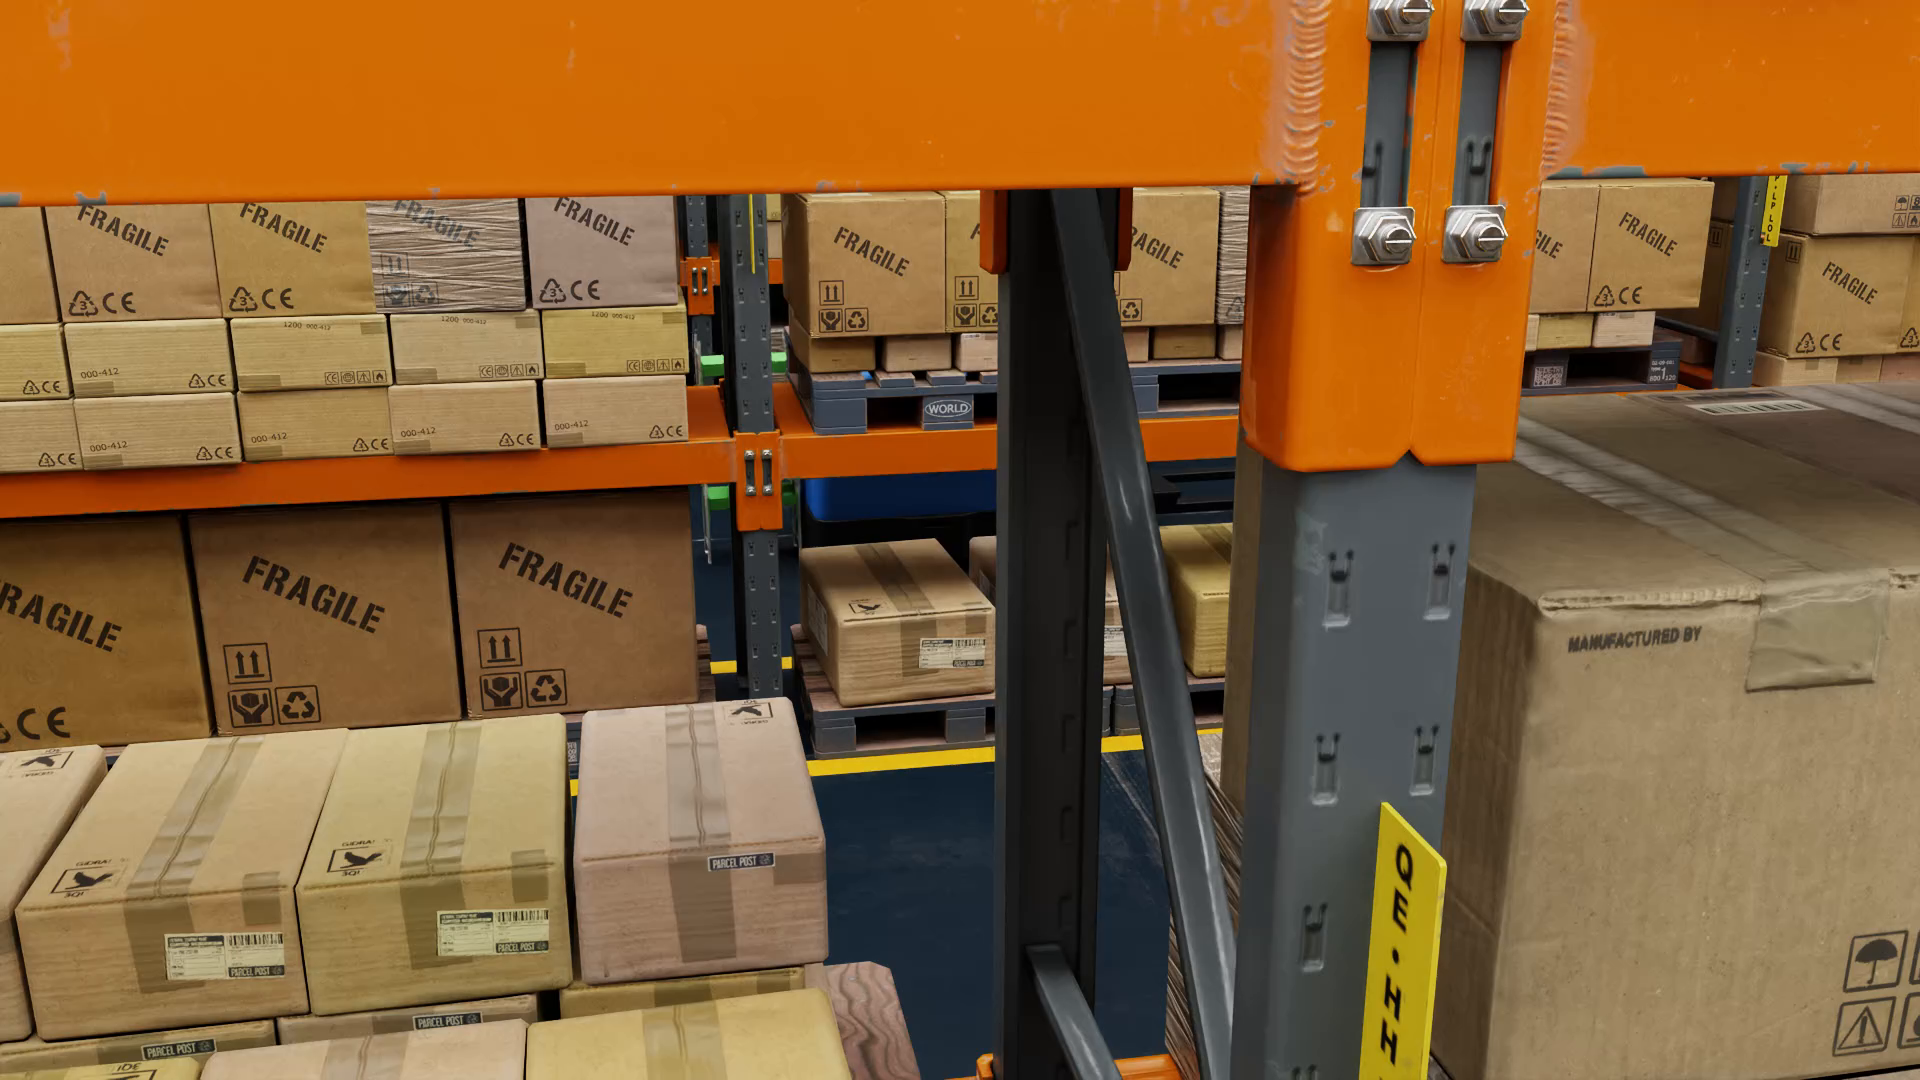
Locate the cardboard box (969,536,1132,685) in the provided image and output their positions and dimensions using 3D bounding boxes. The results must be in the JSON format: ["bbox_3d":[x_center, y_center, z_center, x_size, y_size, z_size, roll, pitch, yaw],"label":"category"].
[{"bbox_3d":[0.443,0.279,7.056,0.625,0.372,0.950,-4,17,-12],"label":"cardboard box"}]

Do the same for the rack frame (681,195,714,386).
[{"bbox_3d":[-1.782,-2.136,11.156,0.127,3.000,1.000,-3,17,-10],"label":"rack frame"}]

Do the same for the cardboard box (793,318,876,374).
[{"bbox_3d":[-0.483,-0.750,6.357,0.250,0.149,0.380,-4,18,-14],"label":"cardboard box"}]

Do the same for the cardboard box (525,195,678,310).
[{"bbox_3d":[-1.295,-1.126,5.997,0.500,0.500,0.500,-4,17,-12],"label":"cardboard box"}]

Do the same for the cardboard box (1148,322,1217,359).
[{"bbox_3d":[0.844,-0.830,6.619,0.250,0.149,0.380,-3,17,-8],"label":"cardboard box"}]

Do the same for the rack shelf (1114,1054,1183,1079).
[{"bbox_3d":[2.165,0.949,2.338,4.000,0.370,1.077,-3,17,-10],"label":"rack shelf"}]

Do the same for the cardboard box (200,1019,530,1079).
[{"bbox_3d":[-0.440,0.524,1.195,0.250,0.149,0.380,-3,17,-11],"label":"cardboard box"}]

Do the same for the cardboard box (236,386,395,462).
[{"bbox_3d":[-2.280,-0.474,6.001,0.500,0.250,0.500,-3,17,-11],"label":"cardboard box"}]

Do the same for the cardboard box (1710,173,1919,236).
[{"bbox_3d":[3.563,-1.558,6.894,0.500,0.500,0.700,-3,17,-11],"label":"cardboard box"}]

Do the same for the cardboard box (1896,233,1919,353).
[{"bbox_3d":[4.064,-1.096,7.096,0.500,0.500,0.500,-3,17,-11],"label":"cardboard box"}]

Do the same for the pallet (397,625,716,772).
[{"bbox_3d":[-1.625,0.650,6.835,1.213,0.211,1.003,-3,17,-10],"label":"pallet"}]

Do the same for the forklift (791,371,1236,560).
[{"bbox_3d":[0.608,-1.443,9.019,3.031,2.935,1.130,-4,18,-13],"label":"forklift"}]

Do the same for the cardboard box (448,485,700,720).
[{"bbox_3d":[-1.531,0.125,6.701,0.875,0.875,0.875,-3,17,-11],"label":"cardboard box"}]

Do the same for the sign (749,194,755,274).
[{"bbox_3d":[-0.728,-1.098,5.807,0.005,0.325,0.100,-3,17,-10],"label":"sign"}]

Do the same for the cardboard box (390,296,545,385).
[{"bbox_3d":[-1.767,-0.742,6.024,0.500,0.250,0.500,-4,17,-12],"label":"cardboard box"}]

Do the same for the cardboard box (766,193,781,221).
[{"bbox_3d":[-1.296,-2.250,10.932,0.500,0.250,0.500,-3,17,-11],"label":"cardboard box"}]

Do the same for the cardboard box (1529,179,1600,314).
[{"bbox_3d":[2.194,-1.198,6.713,0.500,0.500,0.500,-3,17,-10],"label":"cardboard box"}]

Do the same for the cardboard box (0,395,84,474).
[{"bbox_3d":[-3.268,-0.412,5.800,0.500,0.250,0.500,-3,17,-11],"label":"cardboard box"}]

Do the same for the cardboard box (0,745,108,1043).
[{"bbox_3d":[-1.054,0.364,1.717,0.250,0.149,0.380,-4,18,-13],"label":"cardboard box"}]

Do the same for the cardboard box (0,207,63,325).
[{"bbox_3d":[-3.291,-1.013,5.628,0.500,0.500,0.500,-4,17,-12],"label":"cardboard box"}]

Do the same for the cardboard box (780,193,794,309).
[{"bbox_3d":[-0.443,-1.201,6.721,0.500,0.500,0.500,-4,17,-12],"label":"cardboard box"}]

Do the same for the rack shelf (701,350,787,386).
[{"bbox_3d":[-1.130,-0.894,8.757,0.480,0.148,0.258,-4,18,-13],"label":"rack shelf"}]

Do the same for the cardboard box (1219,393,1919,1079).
[{"bbox_3d":[0.644,0.169,1.781,0.500,0.500,0.700,-3,17,-11],"label":"cardboard box"}]

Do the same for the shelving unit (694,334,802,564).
[{"bbox_3d":[-1.128,-0.496,8.880,0.503,1.200,0.258,-4,18,-13],"label":"shelving unit"}]

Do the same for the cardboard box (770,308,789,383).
[{"bbox_3d":[-1.167,-1.232,11.543,0.625,0.625,0.875,-3,17,-9],"label":"cardboard box"}]

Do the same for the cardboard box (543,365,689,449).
[{"bbox_3d":[-1.284,-0.530,6.184,0.500,0.250,0.500,-4,17,-12],"label":"cardboard box"}]

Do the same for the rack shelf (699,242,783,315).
[{"bbox_3d":[0.181,-1.903,11.624,4.000,0.370,1.077,-3,17,-10],"label":"rack shelf"}]

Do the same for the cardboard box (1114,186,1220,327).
[{"bbox_3d":[0.679,-1.116,6.446,0.500,0.500,0.500,-3,17,-10],"label":"cardboard box"}]

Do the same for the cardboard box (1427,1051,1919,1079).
[{"bbox_3d":[0.693,0.722,1.683,0.500,0.500,0.500,-3,17,-10],"label":"cardboard box"}]

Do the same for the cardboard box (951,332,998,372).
[{"bbox_3d":[0.079,-0.758,6.383,0.250,0.149,0.380,-4,18,-14],"label":"cardboard box"}]

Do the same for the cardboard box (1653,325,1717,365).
[{"bbox_3d":[3.348,-0.913,7.604,0.250,0.149,0.380,-3,17,-11],"label":"cardboard box"}]

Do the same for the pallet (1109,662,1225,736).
[{"bbox_3d":[1.126,0.518,7.265,1.213,0.211,1.003,-3,17,-10],"label":"pallet"}]

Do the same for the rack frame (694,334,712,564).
[{"bbox_3d":[-1.366,-0.479,8.827,0.015,1.200,0.240,-4,18,-13],"label":"rack frame"}]

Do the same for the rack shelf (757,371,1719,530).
[{"bbox_3d":[1.127,-0.472,6.966,4.000,0.370,1.077,-3,17,-10],"label":"rack shelf"}]

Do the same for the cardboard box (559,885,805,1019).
[{"bbox_3d":[-0.311,0.463,1.902,0.250,0.149,0.380,-2,17,-8],"label":"cardboard box"}]

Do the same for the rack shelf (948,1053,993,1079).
[{"bbox_3d":[-1.762,1.172,1.613,4.000,0.370,1.077,-3,17,-10],"label":"rack shelf"}]

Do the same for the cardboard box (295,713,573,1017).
[{"bbox_3d":[-0.553,0.337,1.805,0.250,0.149,0.380,-4,17,-12],"label":"cardboard box"}]

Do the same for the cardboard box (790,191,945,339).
[{"bbox_3d":[-0.351,-1.054,6.242,0.500,0.500,0.500,-4,17,-12],"label":"cardboard box"}]

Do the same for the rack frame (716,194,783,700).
[{"bbox_3d":[-0.837,-0.705,6.498,0.127,3.000,1.000,-3,17,-10],"label":"rack frame"}]

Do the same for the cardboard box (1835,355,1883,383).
[{"bbox_3d":[3.699,-0.762,7.111,0.250,0.149,0.380,-3,17,-9],"label":"cardboard box"}]

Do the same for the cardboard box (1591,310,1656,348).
[{"bbox_3d":[2.638,-0.900,6.846,0.250,0.149,0.380,-3,17,-10],"label":"cardboard box"}]

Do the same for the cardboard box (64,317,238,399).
[{"bbox_3d":[-2.776,-0.679,5.817,0.500,0.250,0.500,-4,17,-12],"label":"cardboard box"}]

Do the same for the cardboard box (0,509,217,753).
[{"bbox_3d":[-3.285,0.223,6.381,0.875,0.875,0.875,-3,17,-9],"label":"cardboard box"}]

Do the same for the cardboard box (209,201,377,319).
[{"bbox_3d":[-2.286,-1.070,5.812,0.500,0.500,0.500,-3,17,-10],"label":"cardboard box"}]

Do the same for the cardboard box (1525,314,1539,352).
[{"bbox_3d":[2.129,-0.866,6.734,0.250,0.149,0.380,-4,17,-11],"label":"cardboard box"}]

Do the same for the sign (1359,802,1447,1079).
[{"bbox_3d":[0.313,0.357,1.204,0.005,0.325,0.100,-3,17,-10],"label":"sign"}]

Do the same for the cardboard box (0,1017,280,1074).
[{"bbox_3d":[-0.839,0.494,1.800,0.250,0.149,0.380,-4,17,-12],"label":"cardboard box"}]

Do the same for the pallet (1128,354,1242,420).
[{"bbox_3d":[1.099,-0.735,6.923,1.213,0.211,1.003,-3,17,-10],"label":"pallet"}]
